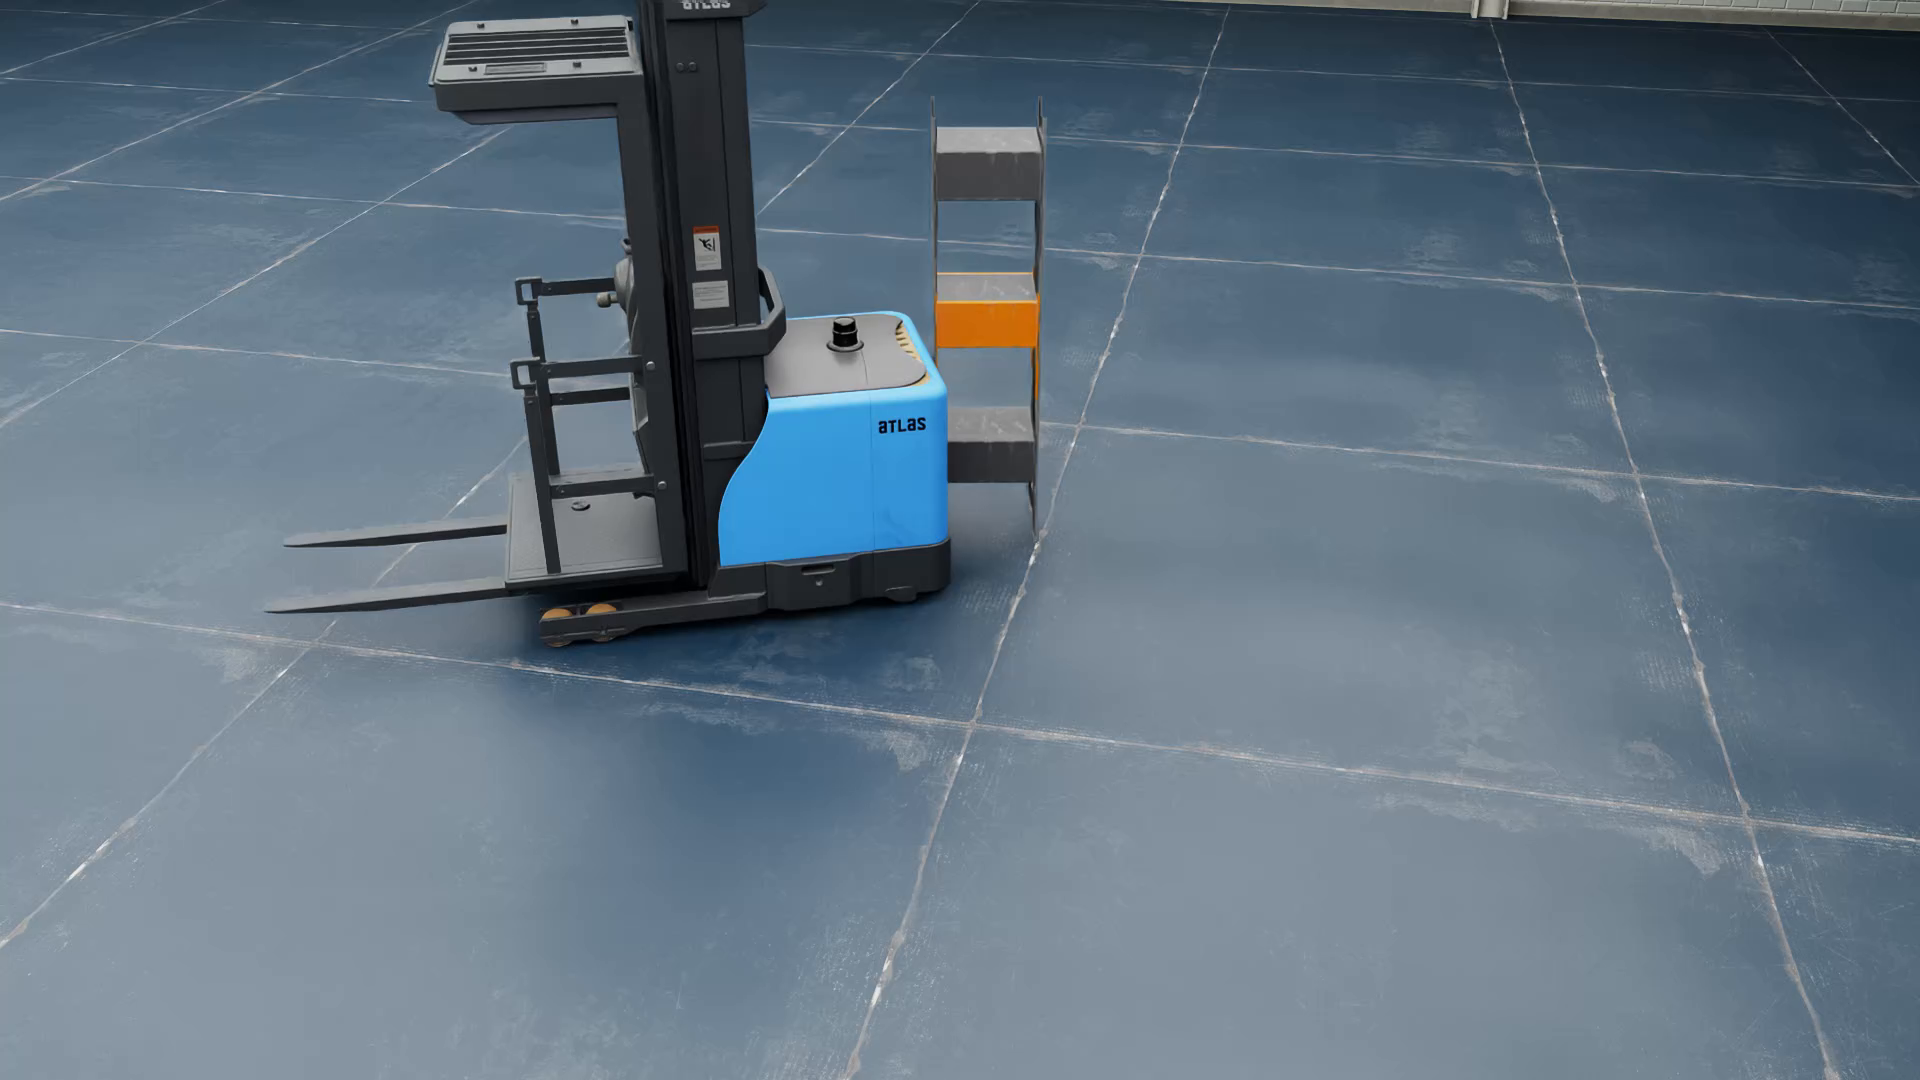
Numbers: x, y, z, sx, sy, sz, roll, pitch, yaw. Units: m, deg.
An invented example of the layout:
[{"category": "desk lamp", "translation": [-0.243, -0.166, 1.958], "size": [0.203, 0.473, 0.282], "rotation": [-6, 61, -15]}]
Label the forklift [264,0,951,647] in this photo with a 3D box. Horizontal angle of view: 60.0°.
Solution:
[{"category": "forklift", "translation": [-1.614, -1.090, 7.189], "size": [3.031, 2.935, 1.130], "rotation": [-6, 29, -11]}]

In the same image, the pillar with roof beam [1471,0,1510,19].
[{"category": "pillar with roof beam", "translation": [5.285, -8.057, 13.596], "size": [0.400, 9.000, 9.100], "rotation": [6, 29, 11]}]

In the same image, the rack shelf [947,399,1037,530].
[{"category": "rack shelf", "translation": [0.123, -0.375, 8.235], "size": [0.480, 0.518, 0.431], "rotation": [0, 29, -1]}]

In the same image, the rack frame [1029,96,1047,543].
[{"category": "rack frame", "translation": [0.367, -1.003, 7.895], "size": [0.015, 2.100, 0.400], "rotation": [0, 29, -1]}]

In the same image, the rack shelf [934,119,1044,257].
[{"category": "rack shelf", "translation": [0.123, -1.603, 7.562], "size": [0.480, 0.518, 0.431], "rotation": [0, 29, -1]}]

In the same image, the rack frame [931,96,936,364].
[{"category": "rack frame", "translation": [-0.121, -0.999, 7.889], "size": [0.015, 2.100, 0.400], "rotation": [0, 29, -1]}]

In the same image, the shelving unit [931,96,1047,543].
[{"category": "shelving unit", "translation": [0.123, -1.001, 7.892], "size": [0.503, 2.100, 0.431], "rotation": [0, 29, -1]}]

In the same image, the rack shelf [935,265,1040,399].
[{"category": "rack shelf", "translation": [0.123, -0.989, 7.899], "size": [0.480, 0.518, 0.431], "rotation": [0, 29, -1]}]
